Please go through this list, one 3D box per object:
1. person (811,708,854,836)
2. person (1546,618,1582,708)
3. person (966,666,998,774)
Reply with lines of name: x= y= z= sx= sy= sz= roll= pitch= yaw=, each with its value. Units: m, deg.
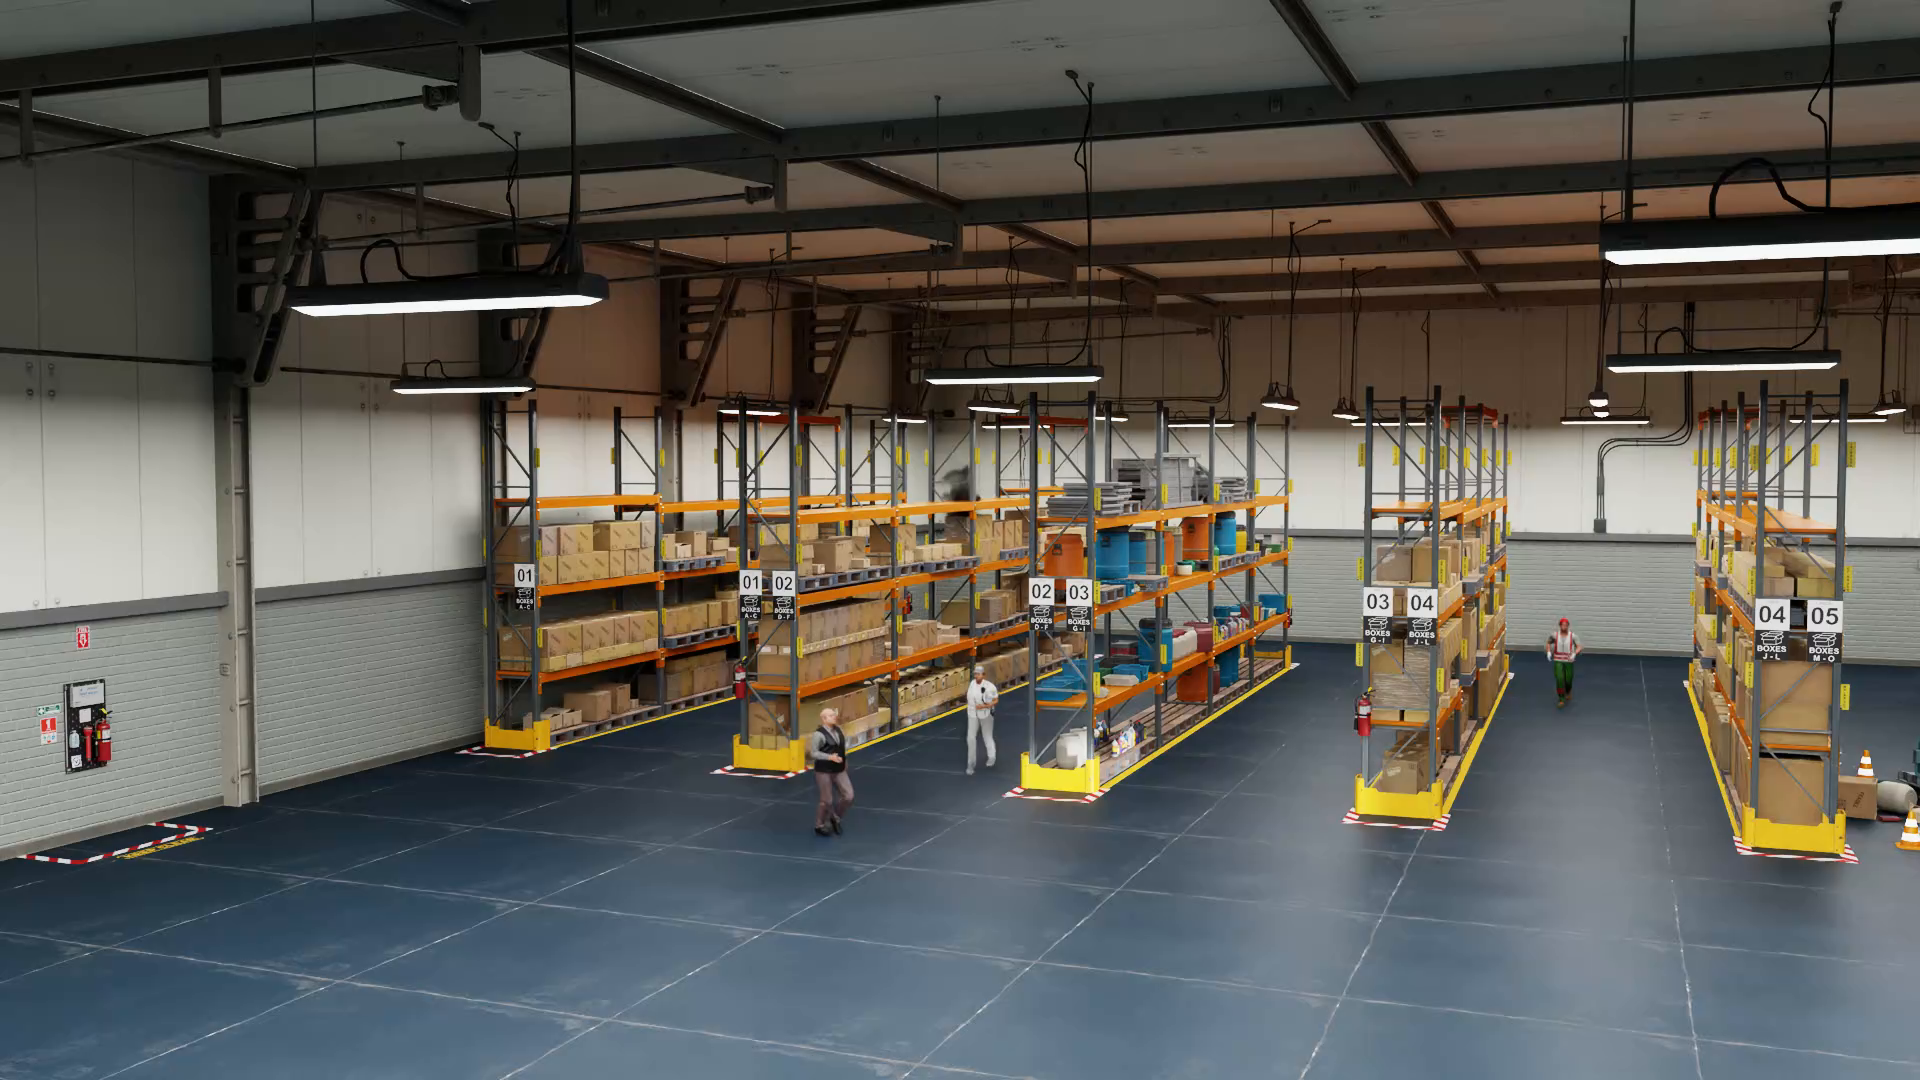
person: x=-1.678 y=3.071 z=21.894 sx=0.633 sy=1.715 sz=0.689 roll=-3 pitch=4 yaw=-44
person: x=12.214 y=2.464 z=33.667 sx=0.684 sy=1.778 sz=0.793 roll=1 pitch=3 yaw=22
person: x=0.374 y=2.860 z=26.606 sx=0.585 sy=1.720 sz=0.818 roll=1 pitch=3 yaw=22
